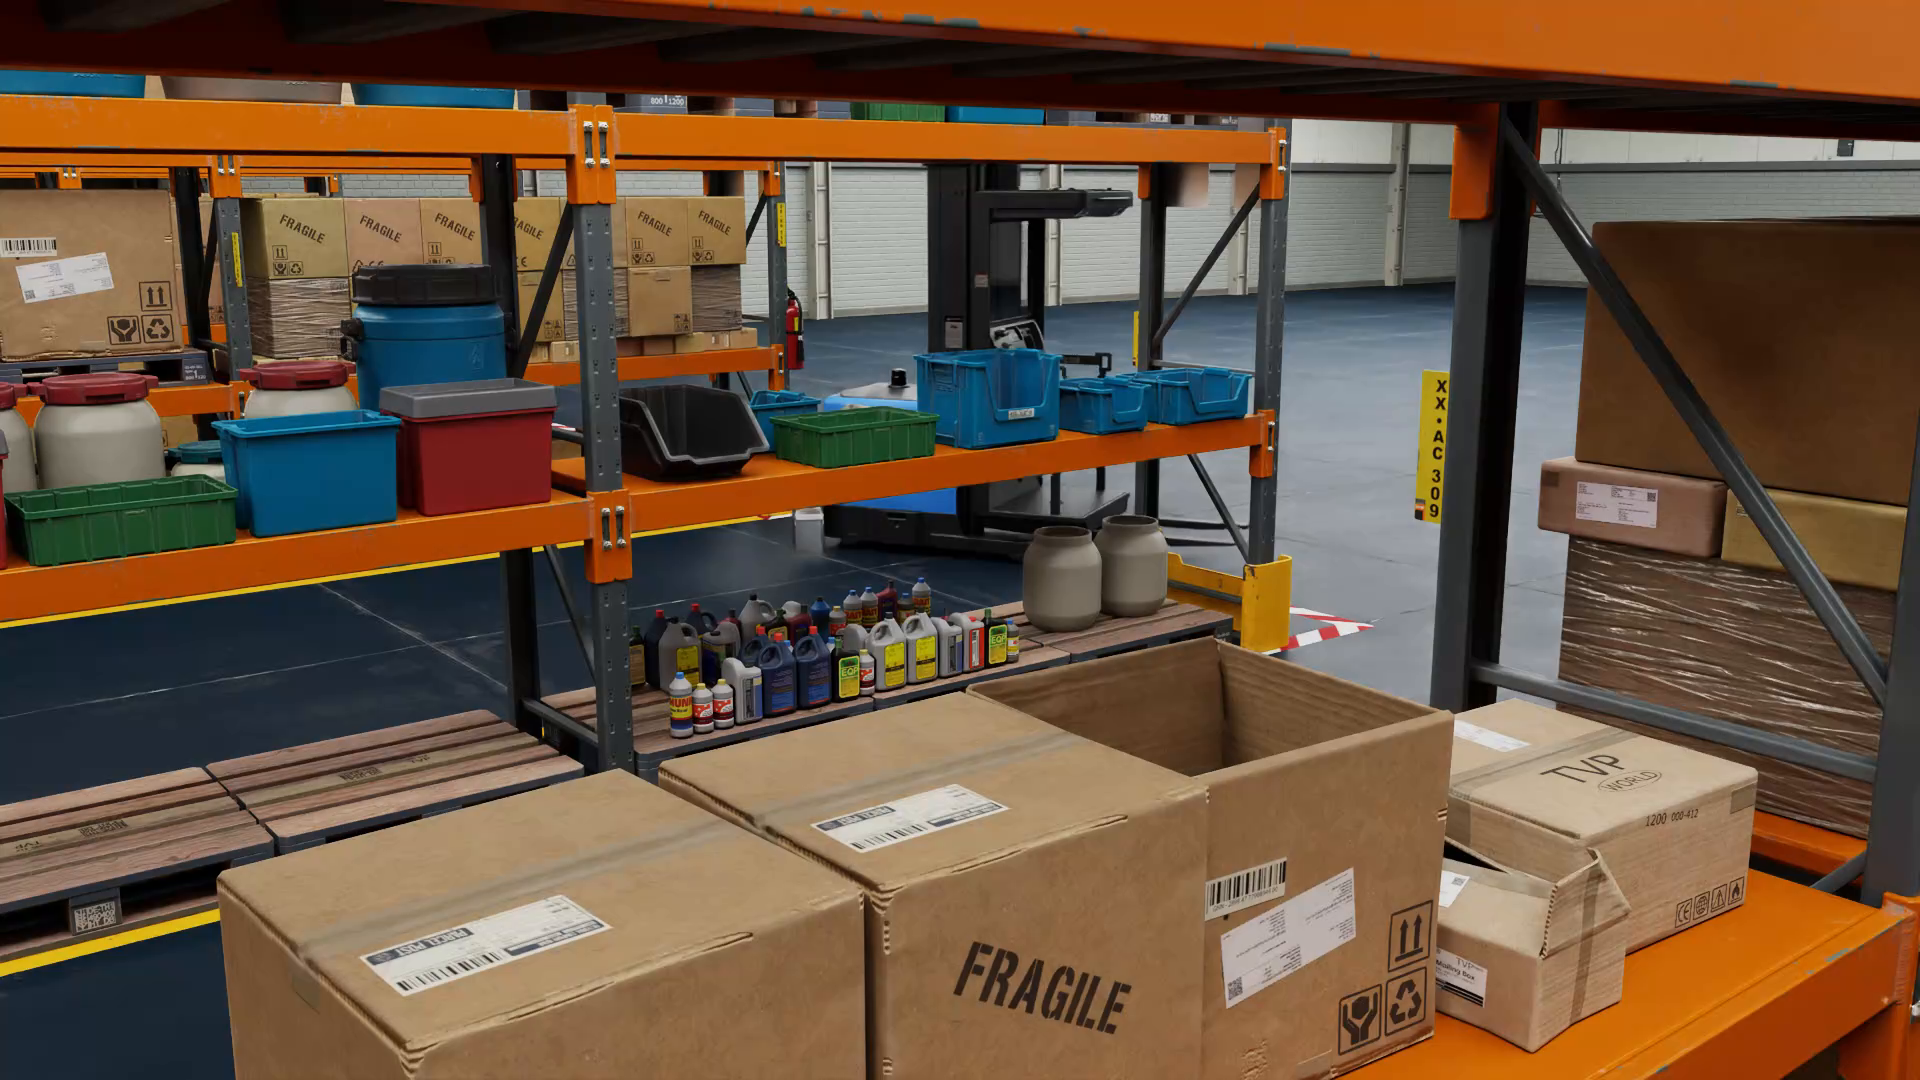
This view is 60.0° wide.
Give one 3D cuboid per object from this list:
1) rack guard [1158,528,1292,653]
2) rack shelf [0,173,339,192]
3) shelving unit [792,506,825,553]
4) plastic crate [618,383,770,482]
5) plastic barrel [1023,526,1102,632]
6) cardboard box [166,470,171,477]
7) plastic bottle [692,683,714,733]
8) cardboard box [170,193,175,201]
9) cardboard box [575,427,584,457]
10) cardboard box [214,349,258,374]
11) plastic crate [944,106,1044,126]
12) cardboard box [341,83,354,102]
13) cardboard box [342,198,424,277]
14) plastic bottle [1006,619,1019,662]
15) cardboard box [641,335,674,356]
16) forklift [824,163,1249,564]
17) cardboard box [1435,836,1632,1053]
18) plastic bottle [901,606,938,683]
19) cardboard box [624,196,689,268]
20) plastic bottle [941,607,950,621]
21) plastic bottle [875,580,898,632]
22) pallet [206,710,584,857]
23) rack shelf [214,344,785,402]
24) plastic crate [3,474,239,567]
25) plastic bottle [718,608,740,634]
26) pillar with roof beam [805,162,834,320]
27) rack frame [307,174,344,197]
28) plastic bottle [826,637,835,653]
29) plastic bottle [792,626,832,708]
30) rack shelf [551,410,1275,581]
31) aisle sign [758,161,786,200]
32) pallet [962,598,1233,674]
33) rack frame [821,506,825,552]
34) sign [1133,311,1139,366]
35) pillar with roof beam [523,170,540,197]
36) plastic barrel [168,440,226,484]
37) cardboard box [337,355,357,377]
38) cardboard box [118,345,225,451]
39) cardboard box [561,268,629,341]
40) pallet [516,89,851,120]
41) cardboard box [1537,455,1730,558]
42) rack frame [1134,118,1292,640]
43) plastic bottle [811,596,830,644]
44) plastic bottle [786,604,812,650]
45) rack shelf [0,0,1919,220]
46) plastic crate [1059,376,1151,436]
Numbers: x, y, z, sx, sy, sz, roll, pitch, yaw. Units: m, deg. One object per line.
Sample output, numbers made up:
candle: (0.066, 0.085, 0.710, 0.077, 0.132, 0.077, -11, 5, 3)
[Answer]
rack guard: (1.375, 0.272, 9.645, 0.348, 0.500, 1.175, -9, 15, -38)
rack shelf: (-9.441, -4.235, 19.361, 4.000, 0.370, 1.077, -9, 15, -38)
shelving unit: (-1.076, -0.376, 11.732, 0.210, 0.900, 0.258, -2, 12, -9)
plastic crate: (-1.230, -0.466, 7.252, 0.504, 0.338, 0.767, -9, 15, -38)
plastic barrel: (0.548, 0.206, 8.915, 0.421, 0.512, 0.421, 0, 12, 0)
cardboard box: (-5.305, -0.169, 10.661, 0.500, 0.500, 0.700, -11, 16, -42)
plastic bottle: (-1.116, 0.721, 7.190, 0.097, 0.201, 0.097, 0, 12, 0)
cardboard box: (-9.352, -3.771, 19.304, 0.500, 0.500, 0.700, -10, 15, -38)
cardboard box: (-2.632, -0.593, 12.706, 0.500, 0.500, 0.500, -5, 13, -23)
cardboard box: (-4.828, -1.205, 11.188, 0.250, 0.149, 0.380, -9, 15, -38)
plastic crate: (0.104, -2.132, 7.762, 0.575, 0.384, 0.392, -9, 15, -38)
cardboard box: (-3.975, -2.911, 10.797, 0.250, 0.149, 0.380, -9, 15, -37)
cardboard box: (-3.913, -2.018, 11.049, 0.500, 0.500, 0.500, -9, 15, -38)
plastic bottle: (0.245, 0.495, 8.255, 0.097, 0.201, 0.097, 0, 12, 0)
cardboard box: (-2.346, -1.475, 12.460, 0.250, 0.149, 0.380, -9, 15, -38)
forklift: (0.589, -1.368, 11.516, 3.031, 2.935, 1.130, 5, 13, 22)
cardboard box: (0.802, 0.564, 2.574, 0.258, 0.266, 0.396, -10, 16, -39)
plastic bottle: (-0.204, 0.490, 7.918, 0.185, 0.351, 0.144, -9, 15, -35)
cardboard box: (-2.351, -2.278, 12.271, 0.500, 0.500, 0.500, -9, 15, -38)
plastic bottle: (-0.036, 0.466, 8.195, 0.133, 0.283, 0.061, -9, 15, -38)
plastic bottle: (-0.393, 0.356, 8.710, 0.133, 0.283, 0.061, -9, 15, -37)
pallet: (-2.307, 1.023, 6.803, 1.213, 0.211, 1.003, -9, 15, -38)
rack shelf: (-3.251, -1.160, 12.103, 4.000, 0.370, 1.077, -9, 15, -38)
plastic crate: (-2.902, -0.074, 5.765, 0.662, 0.188, 0.450, -9, 15, -38)
plastic bottle: (-1.144, 0.481, 8.122, 0.133, 0.283, 0.061, -8, 14, -34)
pillar with roof beam: (-0.030, -8.033, 28.294, 0.400, 9.000, 9.100, -9, 15, -38)
rack frame: (-7.880, -3.379, 20.820, 0.127, 3.000, 1.000, -9, 15, -38)
plastic bottle: (-0.590, 0.583, 7.671, 0.097, 0.271, 0.097, 0, 12, 0)
plastic bottle: (-0.681, 0.569, 7.544, 0.185, 0.351, 0.144, -10, 16, -40)
rack shelf: (-0.156, -0.357, 8.320, 4.000, 0.370, 1.077, -9, 15, -38)
aisle sign: (-1.453, -3.003, 12.789, 0.004, 0.787, 0.394, -9, 15, -38)
pallet: (0.738, 0.518, 9.182, 1.213, 0.211, 1.003, -9, 15, -38)
rack frame: (-0.975, -0.379, 11.748, 0.006, 0.900, 0.240, -2, 12, -9)
sign: (1.065, -1.194, 9.862, 0.005, 0.325, 0.100, -9, 15, -38)
pillar with roof beam: (-4.716, -7.254, 24.627, 0.400, 9.000, 9.100, -9, 15, -38)
plastic barrel: (-2.847, -0.235, 6.346, 0.301, 0.262, 0.301, 0, 12, 0)
cardboard box: (-4.075, -1.176, 11.051, 0.250, 0.149, 0.380, -9, 15, -38)
cardboard box: (-7.297, -1.307, 15.165, 0.875, 0.875, 0.875, -9, 15, -37)
cardboard box: (-2.868, -1.757, 12.224, 0.500, 0.500, 0.875, -9, 15, -38)
pallet: (-1.216, -1.934, 7.247, 1.003, 0.211, 1.213, -9, 15, -38)
cardboard box: (1.452, -0.082, 3.489, 0.250, 0.149, 0.380, -9, 15, -38)
rack frame: (1.405, -0.968, 9.467, 0.127, 3.000, 1.000, -9, 15, -38)
plastic bottle: (-0.709, 0.420, 8.441, 0.097, 0.271, 0.097, 0, 12, 0)
plastic bottle: (-0.797, 0.464, 8.203, 0.133, 0.283, 0.061, -9, 15, -38)
rack shelf: (-0.188, -0.501, 1.778, 4.000, 0.370, 1.077, -9, 15, -38)
plastic crate: (0.691, -0.699, 8.556, 0.408, 0.251, 0.499, -9, 15, -38)
